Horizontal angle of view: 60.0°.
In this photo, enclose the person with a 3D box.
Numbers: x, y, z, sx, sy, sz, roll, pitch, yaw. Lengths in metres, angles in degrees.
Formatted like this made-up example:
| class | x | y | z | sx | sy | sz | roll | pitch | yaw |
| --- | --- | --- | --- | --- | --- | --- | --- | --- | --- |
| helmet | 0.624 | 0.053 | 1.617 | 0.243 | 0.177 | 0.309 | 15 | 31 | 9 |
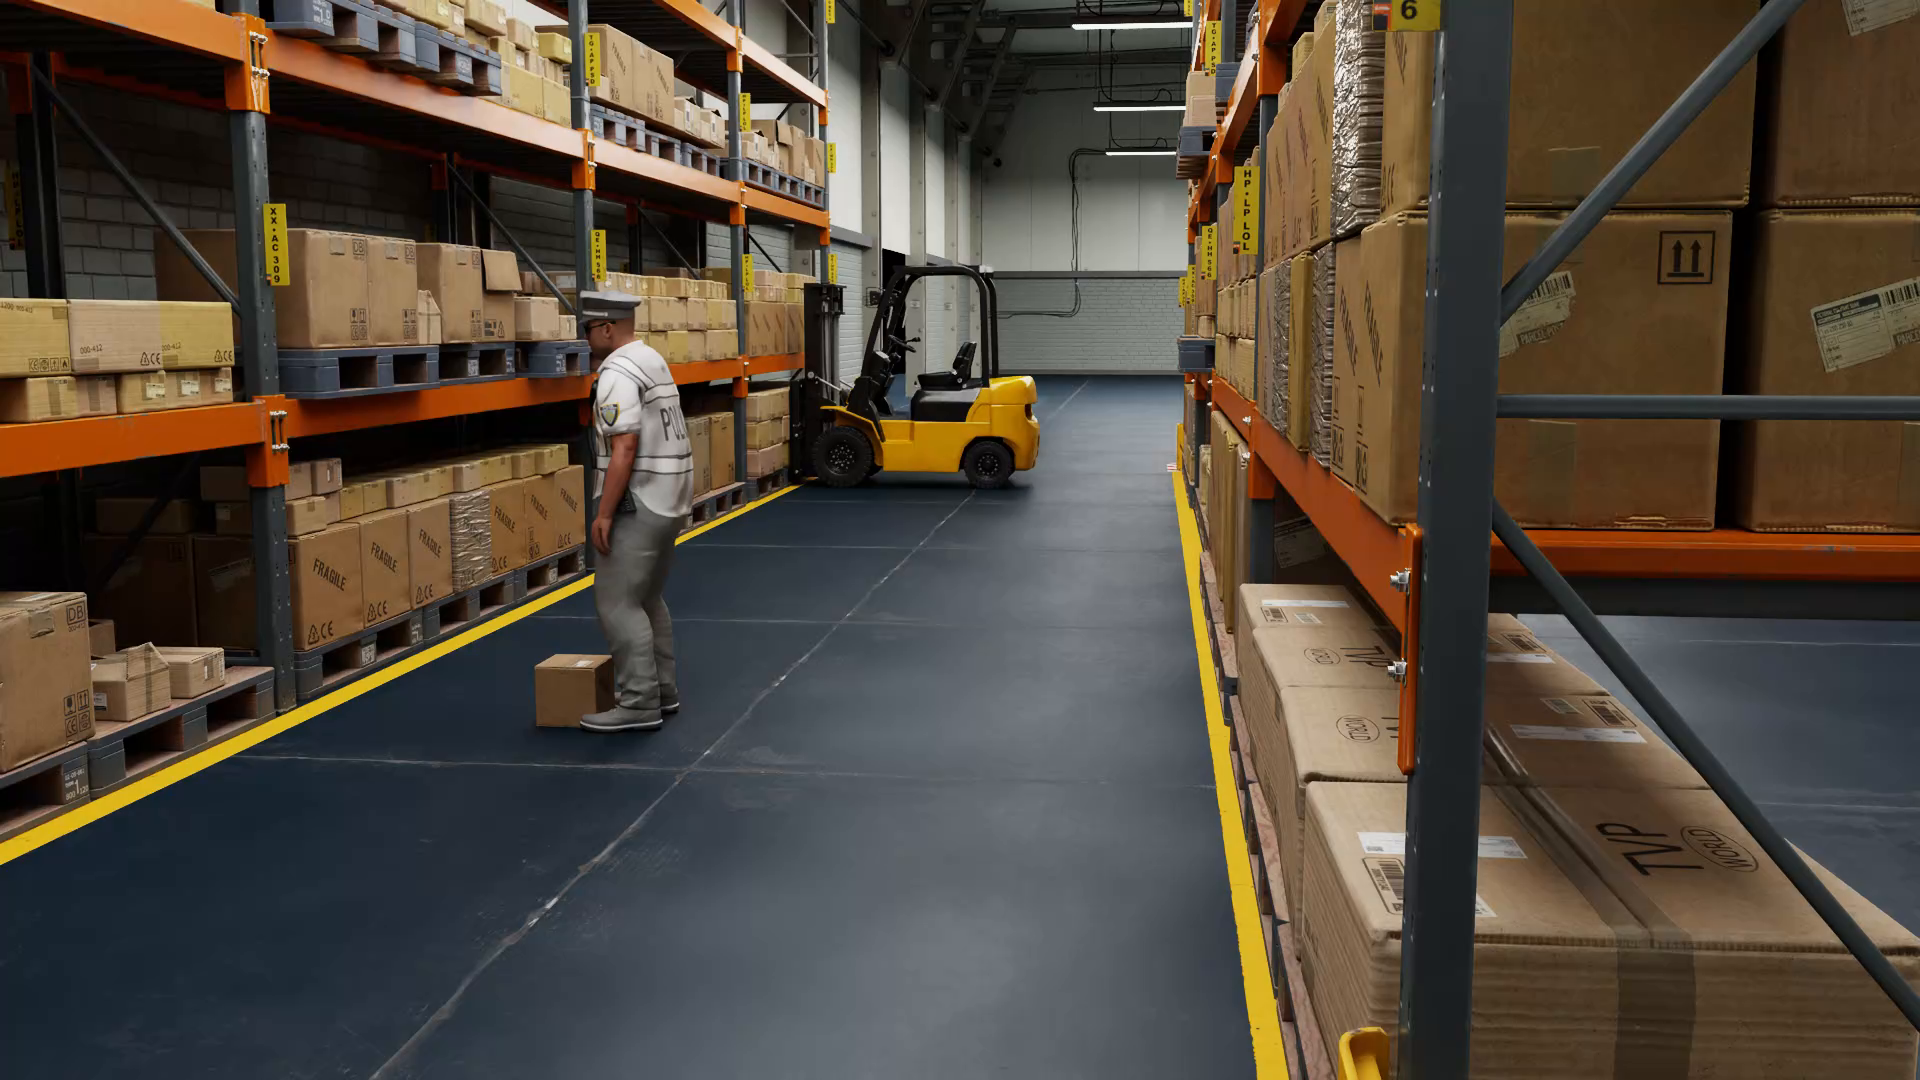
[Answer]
| class | x | y | z | sx | sy | sz | roll | pitch | yaw |
| --- | --- | --- | --- | --- | --- | --- | --- | --- | --- |
| person | -1.304 | -0.124 | 6.699 | 0.437 | 1.748 | 0.587 | 1 | 8 | 7 |
